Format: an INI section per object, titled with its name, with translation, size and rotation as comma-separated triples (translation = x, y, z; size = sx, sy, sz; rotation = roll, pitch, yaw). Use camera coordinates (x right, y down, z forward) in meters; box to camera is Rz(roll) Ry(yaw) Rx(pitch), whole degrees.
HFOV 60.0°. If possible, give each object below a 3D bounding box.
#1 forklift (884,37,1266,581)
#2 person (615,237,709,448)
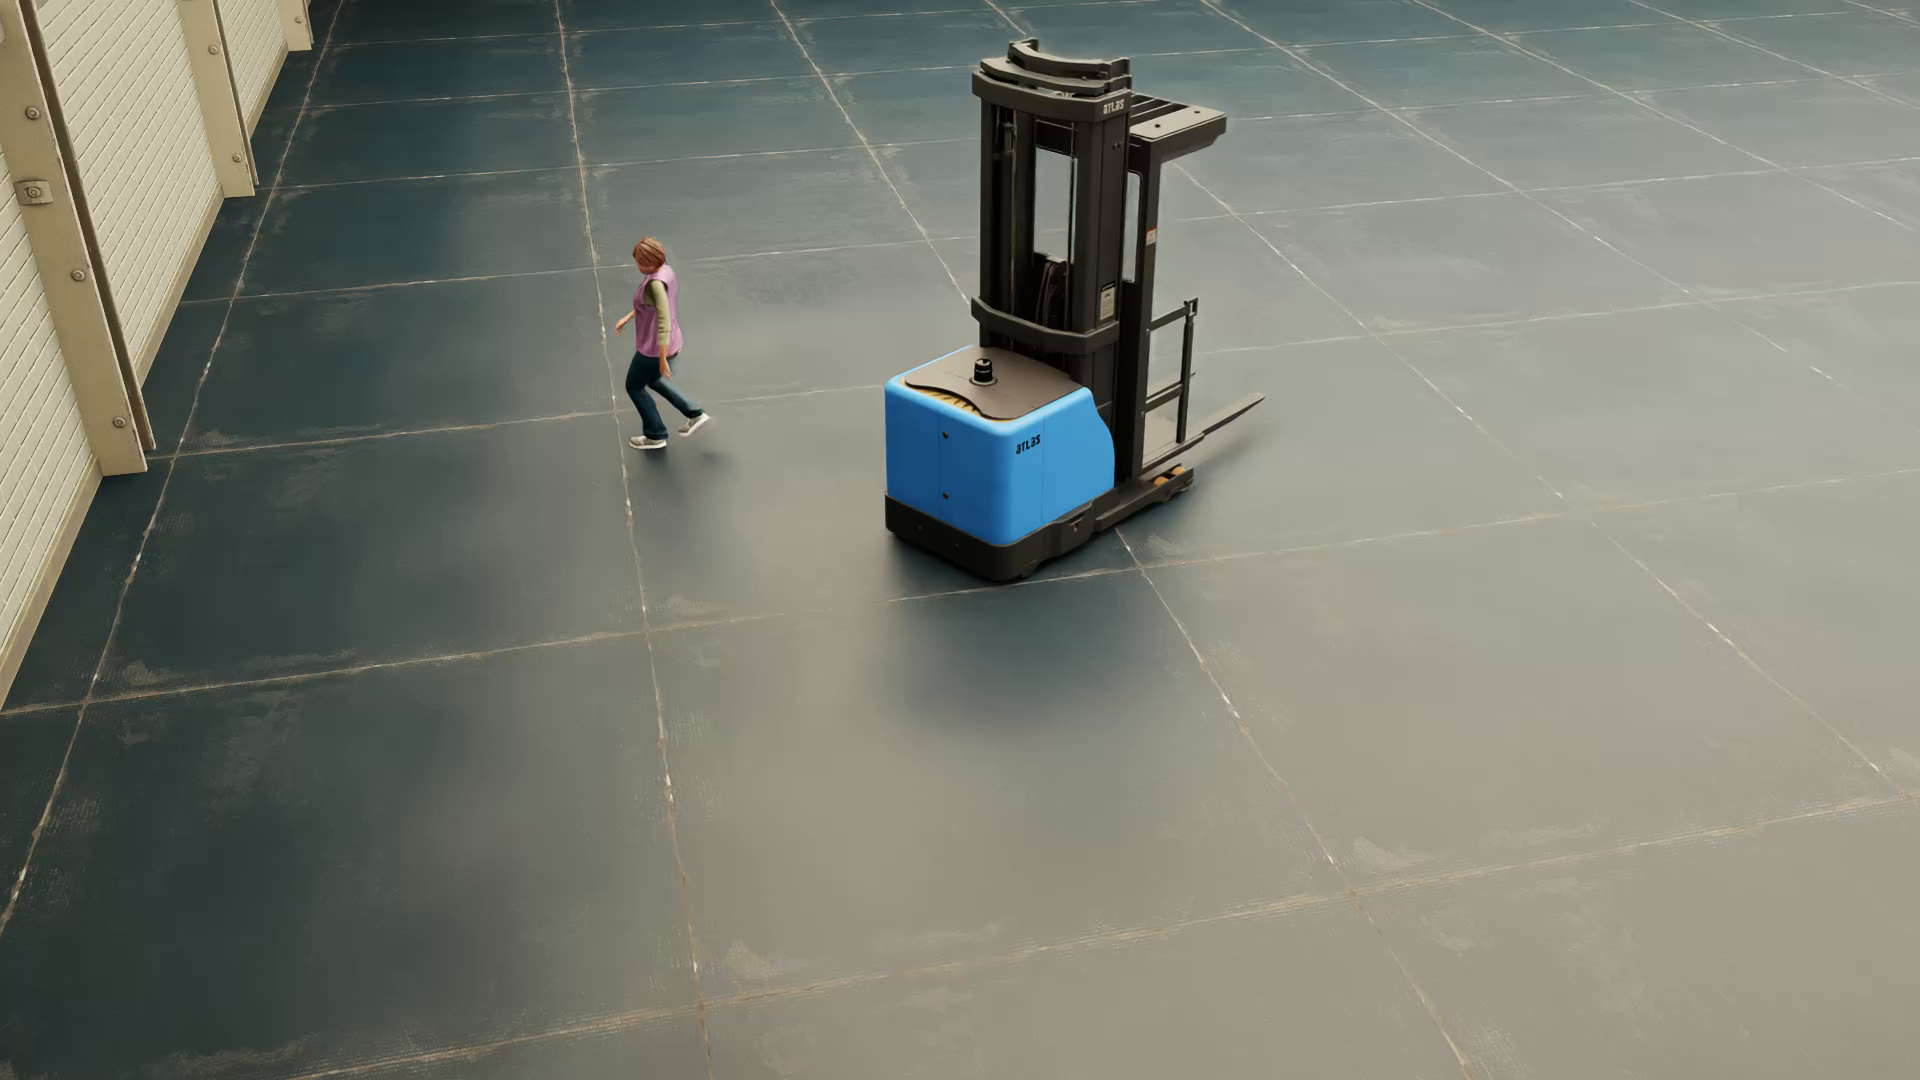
[forklift]
translation = 0.903, -1.672, 10.463
size = 1.130, 2.935, 3.031
rotation = 25, 38, 36
[person]
translation = -2.062, -1.297, 11.220
size = 0.580, 1.540, 0.563
rotation = 8, 31, 14
